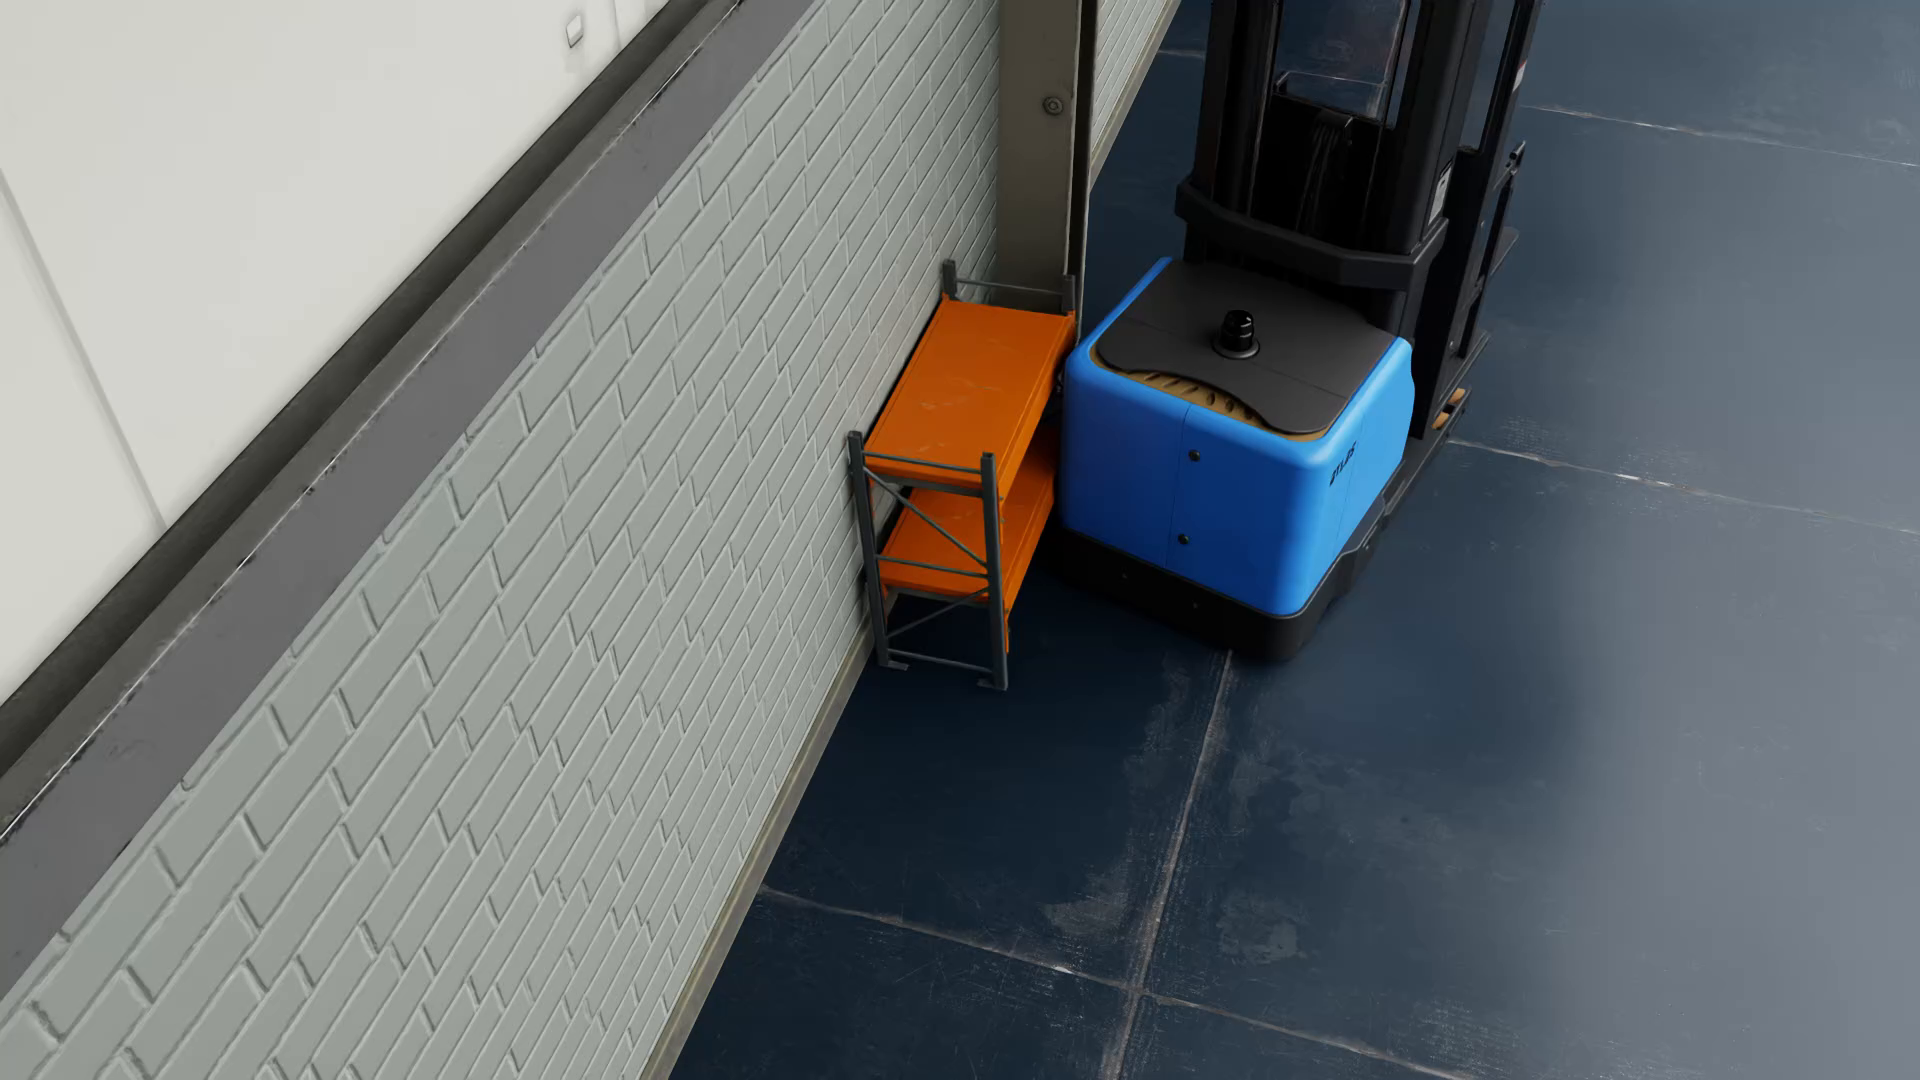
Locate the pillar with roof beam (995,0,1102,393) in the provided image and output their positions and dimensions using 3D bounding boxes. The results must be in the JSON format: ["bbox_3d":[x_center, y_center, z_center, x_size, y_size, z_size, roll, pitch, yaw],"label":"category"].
[{"bbox_3d":[4.452,-3.122,3.506,9.100,9.000,0.400,13,46,13],"label":"pillar with roof beam"}]

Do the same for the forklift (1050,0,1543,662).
[{"bbox_3d":[1.572,-1.603,6.292,1.130,2.935,3.031,24,49,23],"label":"forklift"}]

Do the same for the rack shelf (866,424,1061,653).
[{"bbox_3d":[0.069,-0.068,6.310,0.538,0.278,1.000,10,45,15],"label":"rack shelf"}]

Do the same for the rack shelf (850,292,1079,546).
[{"bbox_3d":[0.039,-0.456,5.940,0.538,0.278,1.000,10,45,15],"label":"rack shelf"}]

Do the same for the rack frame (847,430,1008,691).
[{"bbox_3d":[-0.097,0.096,5.797,0.500,1.125,0.032,10,45,15],"label":"rack frame"}]

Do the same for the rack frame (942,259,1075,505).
[{"bbox_3d":[0.208,-0.585,6.487,0.500,1.125,0.032,10,45,15],"label":"rack frame"}]

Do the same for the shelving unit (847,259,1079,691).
[{"bbox_3d":[0.055,-0.245,6.142,0.538,1.125,1.048,10,45,15],"label":"shelving unit"}]
